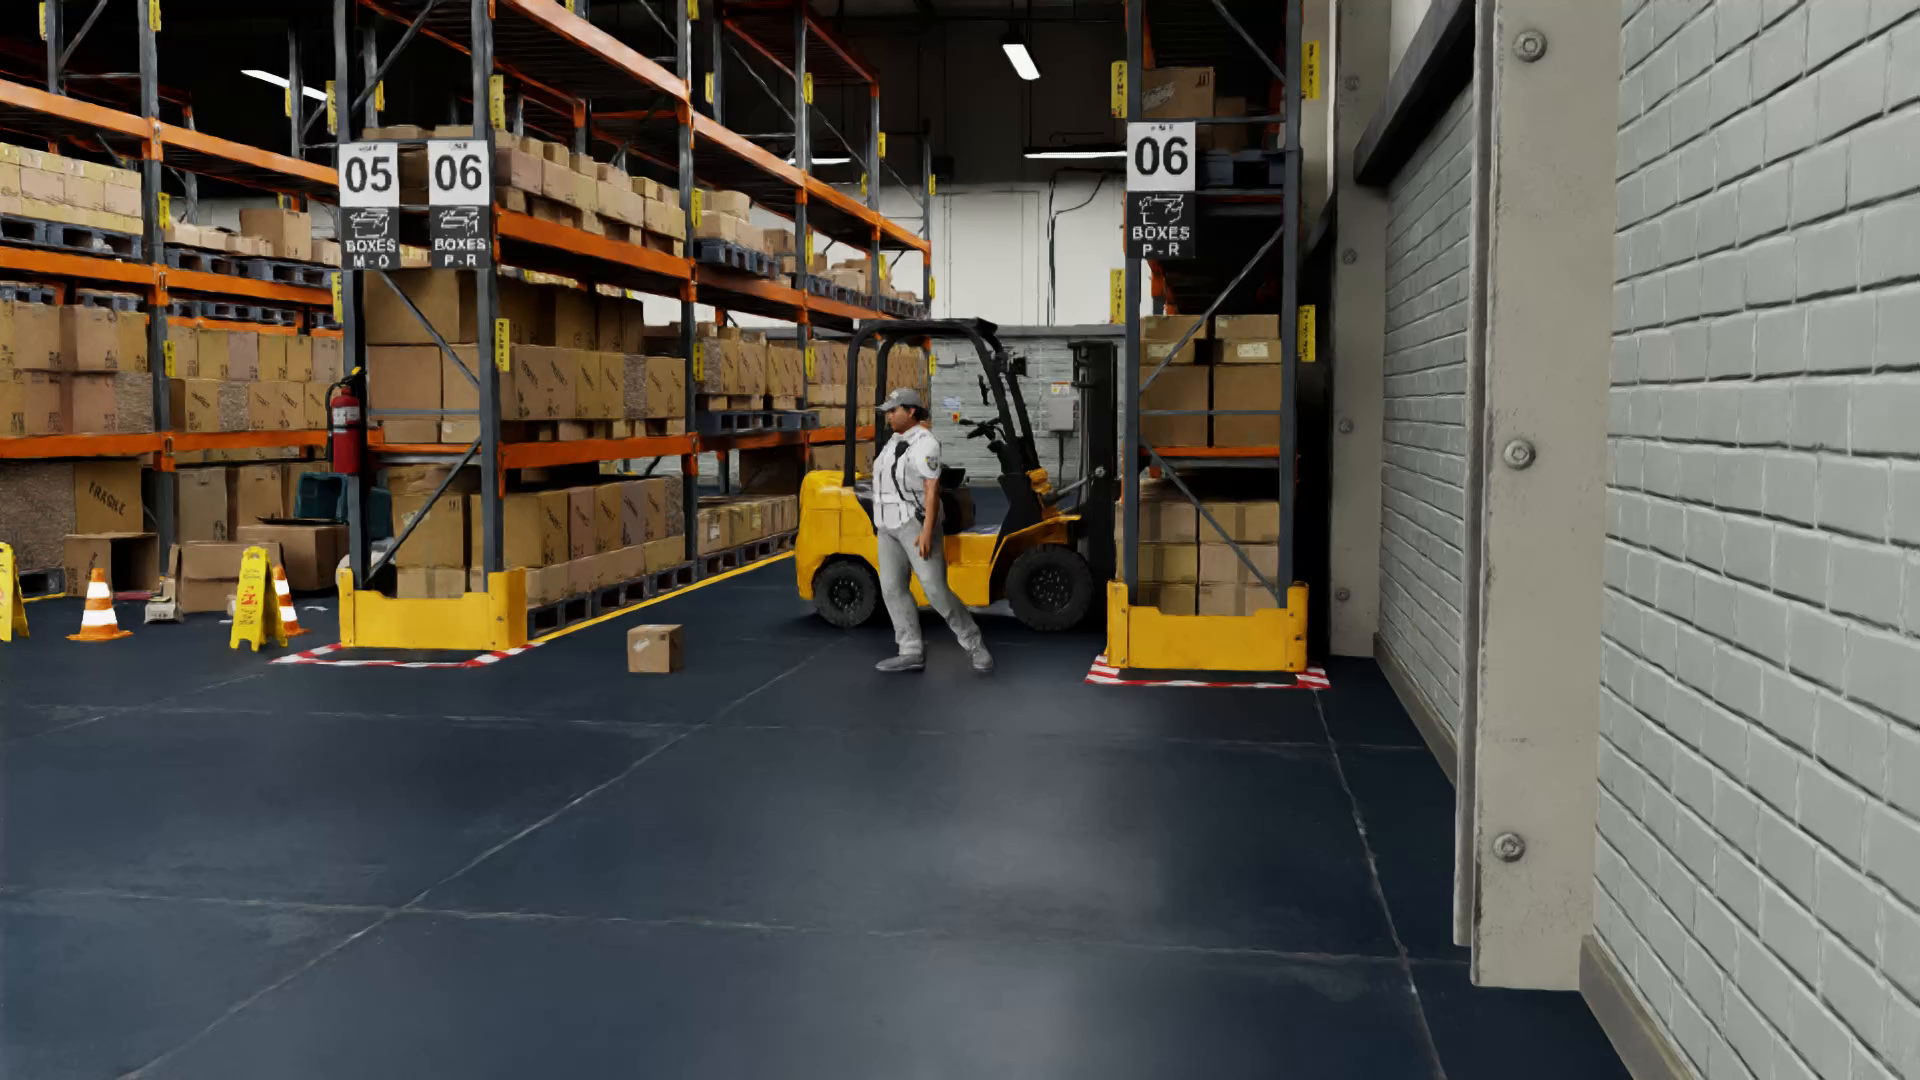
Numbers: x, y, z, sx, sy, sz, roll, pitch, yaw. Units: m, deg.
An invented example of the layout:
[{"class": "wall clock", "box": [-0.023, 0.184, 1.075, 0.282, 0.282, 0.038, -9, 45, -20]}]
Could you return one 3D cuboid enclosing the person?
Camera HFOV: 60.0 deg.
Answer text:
[{"class": "person", "box": [-0.206, 0.024, 9.665, 0.513, 1.355, 0.591, -3, 6, -36]}]
